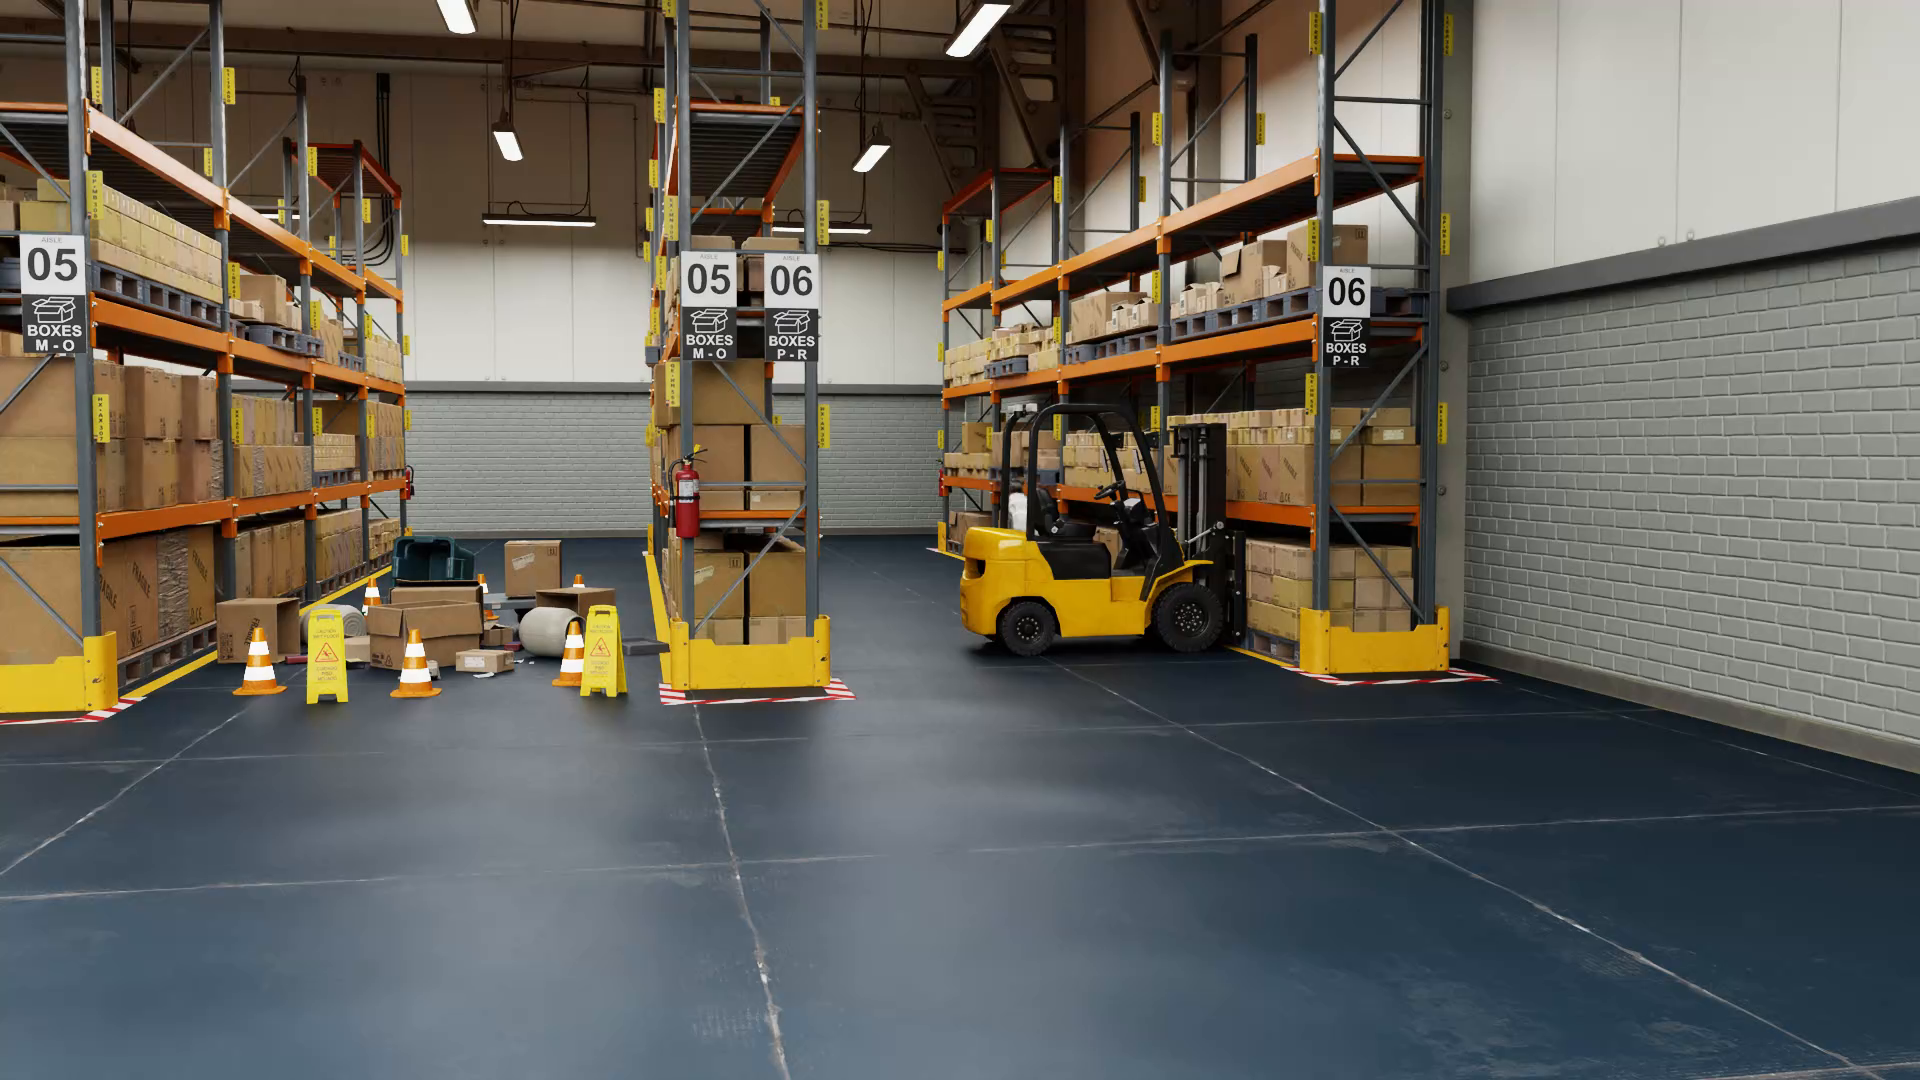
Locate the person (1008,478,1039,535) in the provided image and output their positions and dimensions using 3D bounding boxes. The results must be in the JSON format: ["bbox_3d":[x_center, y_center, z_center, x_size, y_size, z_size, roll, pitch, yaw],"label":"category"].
[{"bbox_3d":[0.693,0.016,19.018,0.414,1.433,0.796,-1,3,-13],"label":"person"}]
